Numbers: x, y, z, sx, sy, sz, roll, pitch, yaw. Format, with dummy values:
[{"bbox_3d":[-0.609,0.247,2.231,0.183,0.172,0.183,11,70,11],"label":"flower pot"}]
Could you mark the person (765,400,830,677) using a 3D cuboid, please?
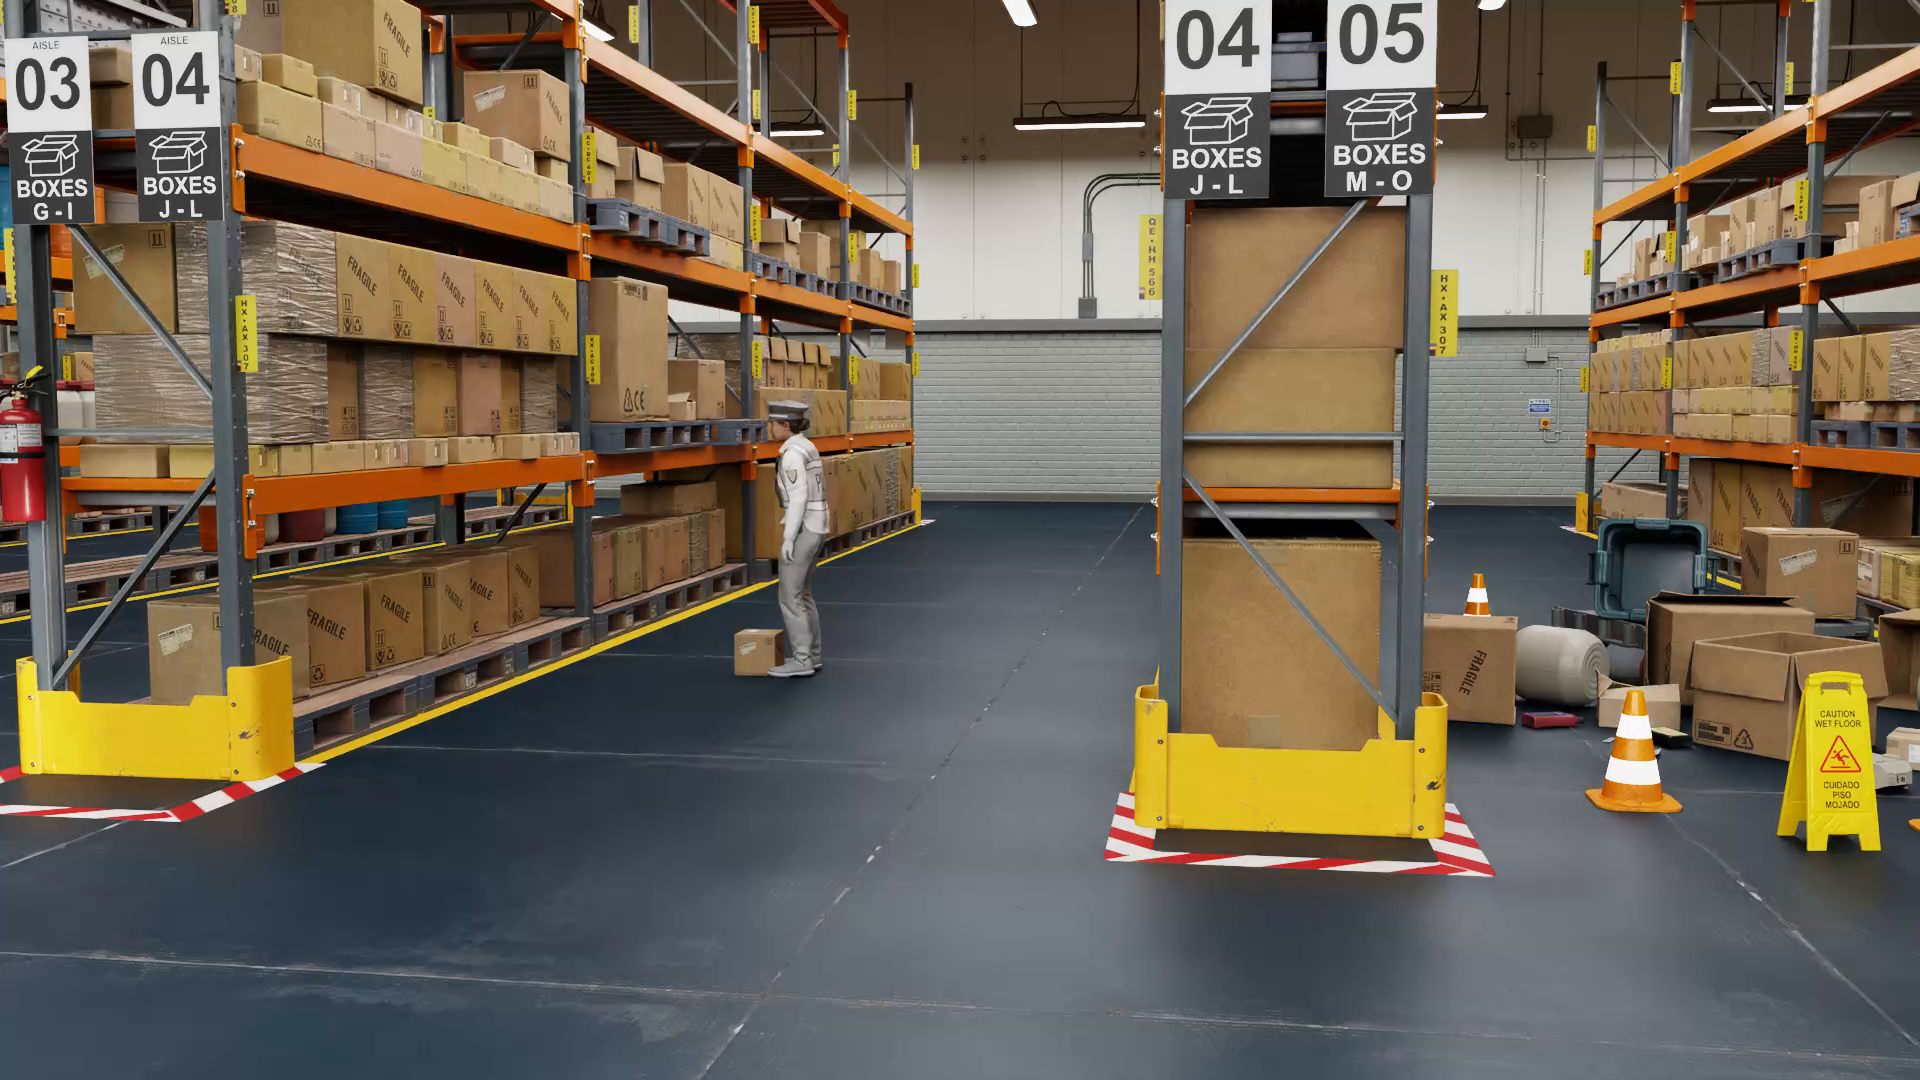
[{"bbox_3d":[-0.982,-0.015,10.069,0.375,1.662,0.532,0,5,6],"label":"person"}]
